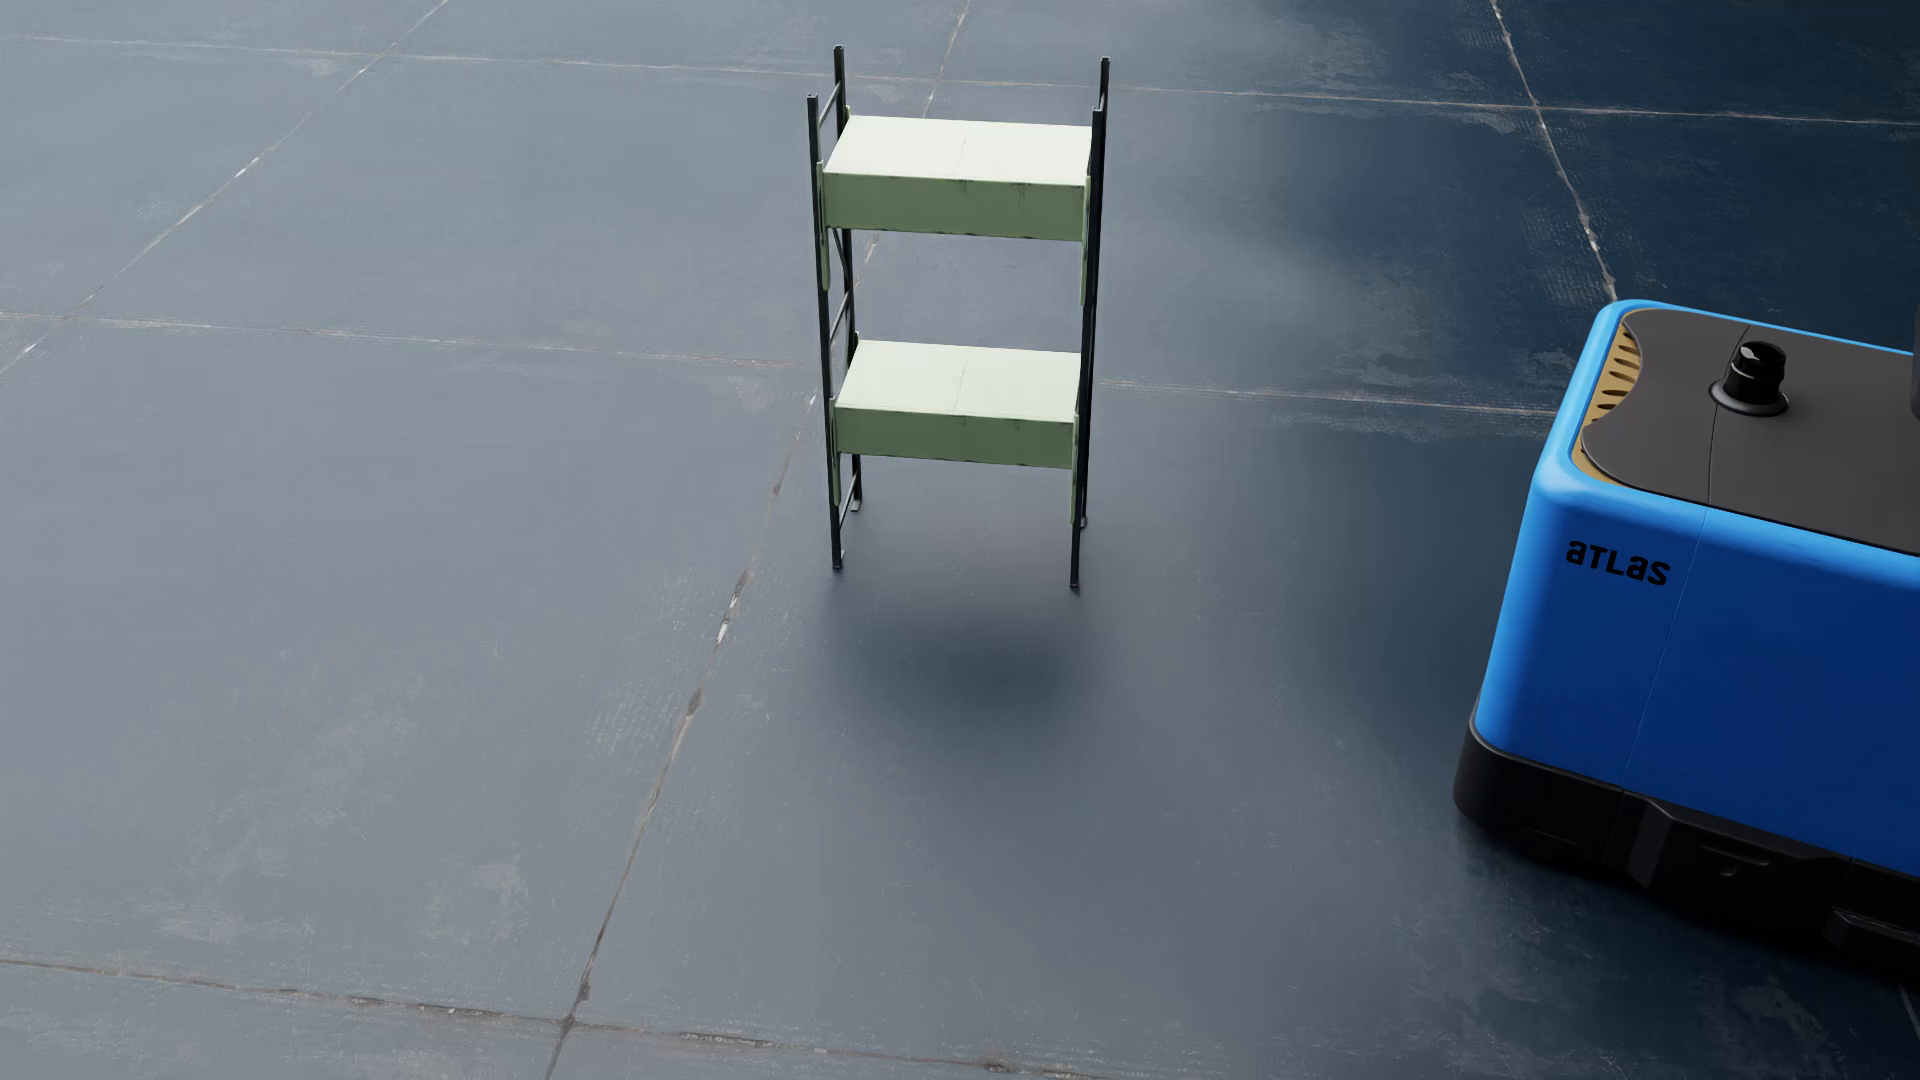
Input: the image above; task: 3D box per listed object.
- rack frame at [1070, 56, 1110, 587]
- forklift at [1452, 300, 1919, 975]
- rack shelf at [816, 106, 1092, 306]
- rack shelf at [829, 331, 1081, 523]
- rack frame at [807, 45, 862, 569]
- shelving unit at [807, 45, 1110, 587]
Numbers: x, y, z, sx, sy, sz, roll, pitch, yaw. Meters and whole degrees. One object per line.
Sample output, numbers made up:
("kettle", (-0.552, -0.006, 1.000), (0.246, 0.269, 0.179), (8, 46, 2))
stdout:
("rack frame", (0.370, -0.583, 4.776), (0.023, 1.500, 0.400), (4, 36, 6))
("forklift", (2.801, -0.328, 3.186), (3.031, 2.935, 1.130), (16, 39, 21))
("rack shelf", (0.007, -0.928, 4.587), (0.720, 0.370, 0.431), (4, 36, 6))
("rack shelf", (0.007, -0.345, 5.003), (0.720, 0.370, 0.431), (4, 36, 6))
("rack frame", (-0.356, -0.637, 4.852), (0.023, 1.500, 0.400), (4, 36, 6))
("shelving unit", (0.007, -0.610, 4.814), (0.755, 1.500, 0.431), (4, 36, 6))
